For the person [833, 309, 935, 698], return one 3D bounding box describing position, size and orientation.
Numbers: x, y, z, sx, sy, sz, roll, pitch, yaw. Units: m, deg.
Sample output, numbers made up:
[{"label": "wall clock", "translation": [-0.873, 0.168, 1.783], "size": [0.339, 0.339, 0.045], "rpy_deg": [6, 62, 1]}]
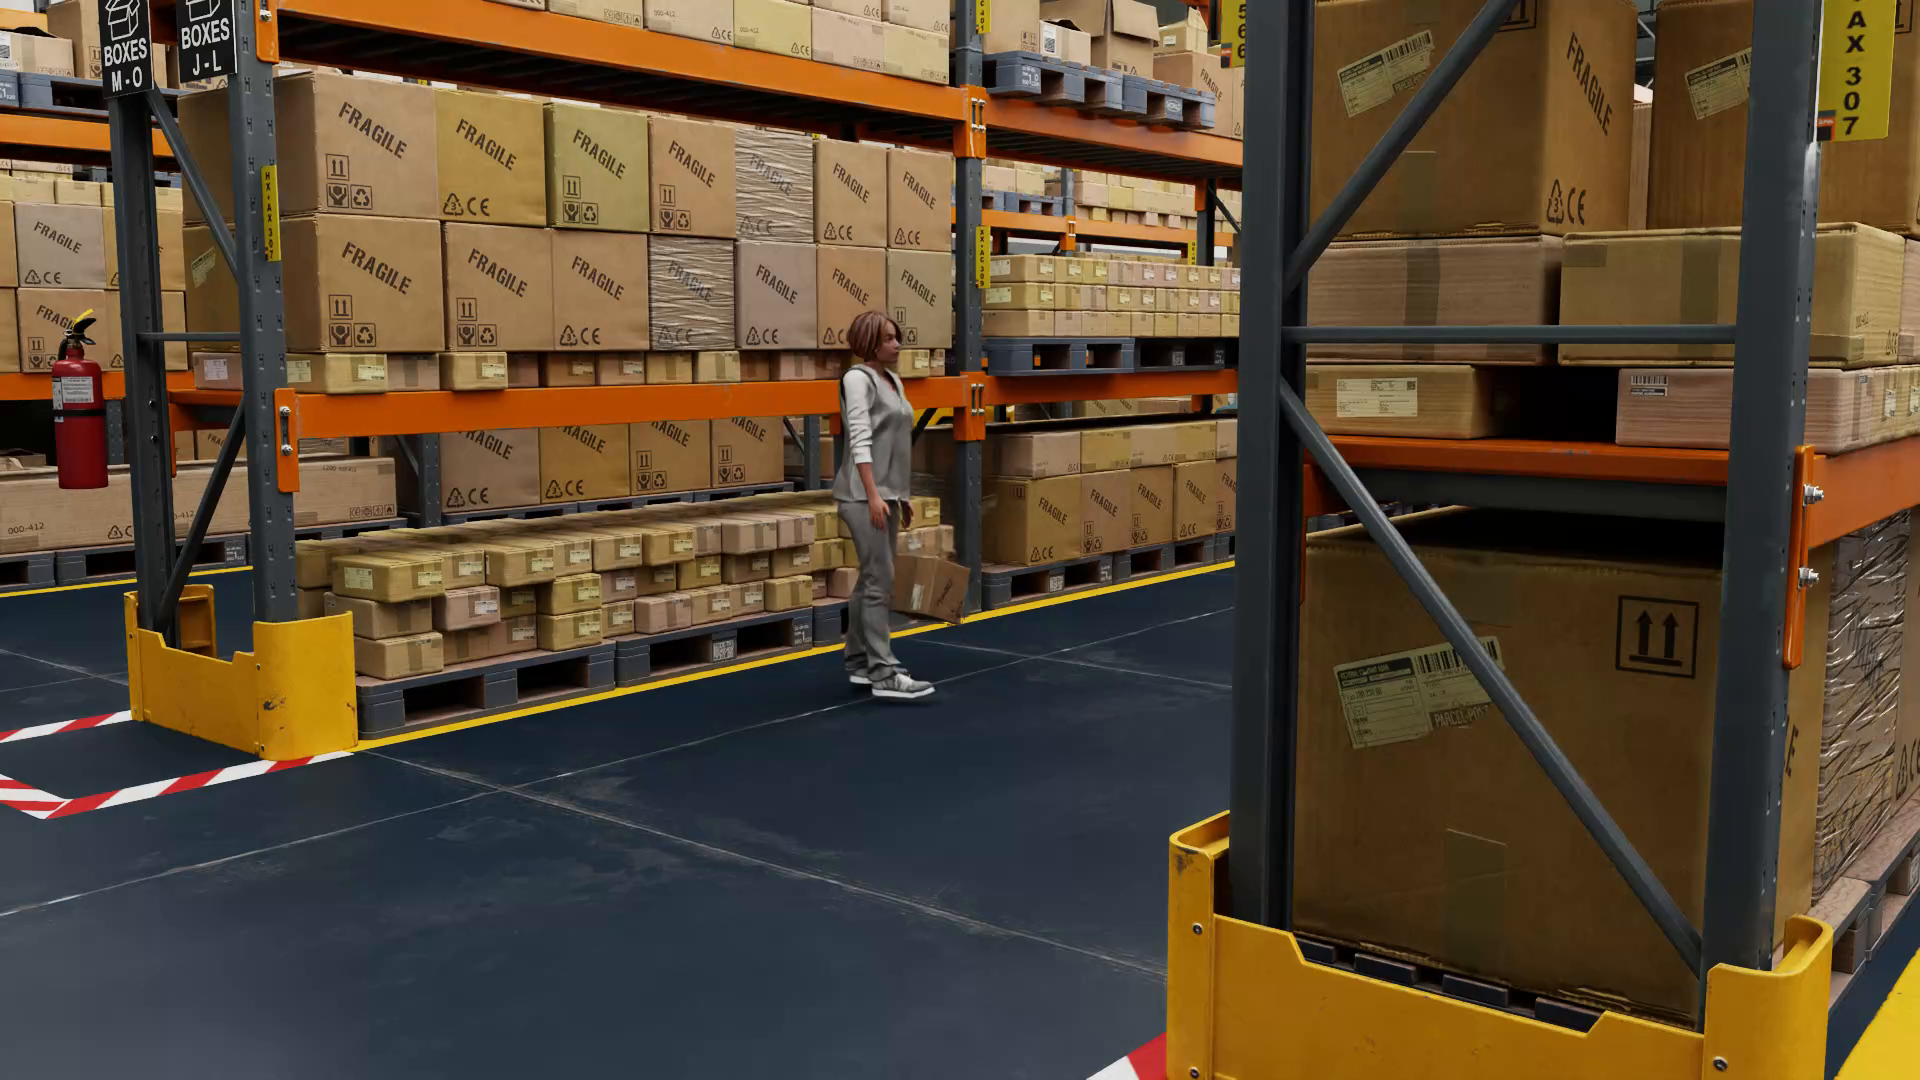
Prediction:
[{"label": "person", "translation": [-0.294, -0.151, 6.917], "size": [0.490, 1.603, 0.487], "rpy_deg": [3, 7, 20]}]
